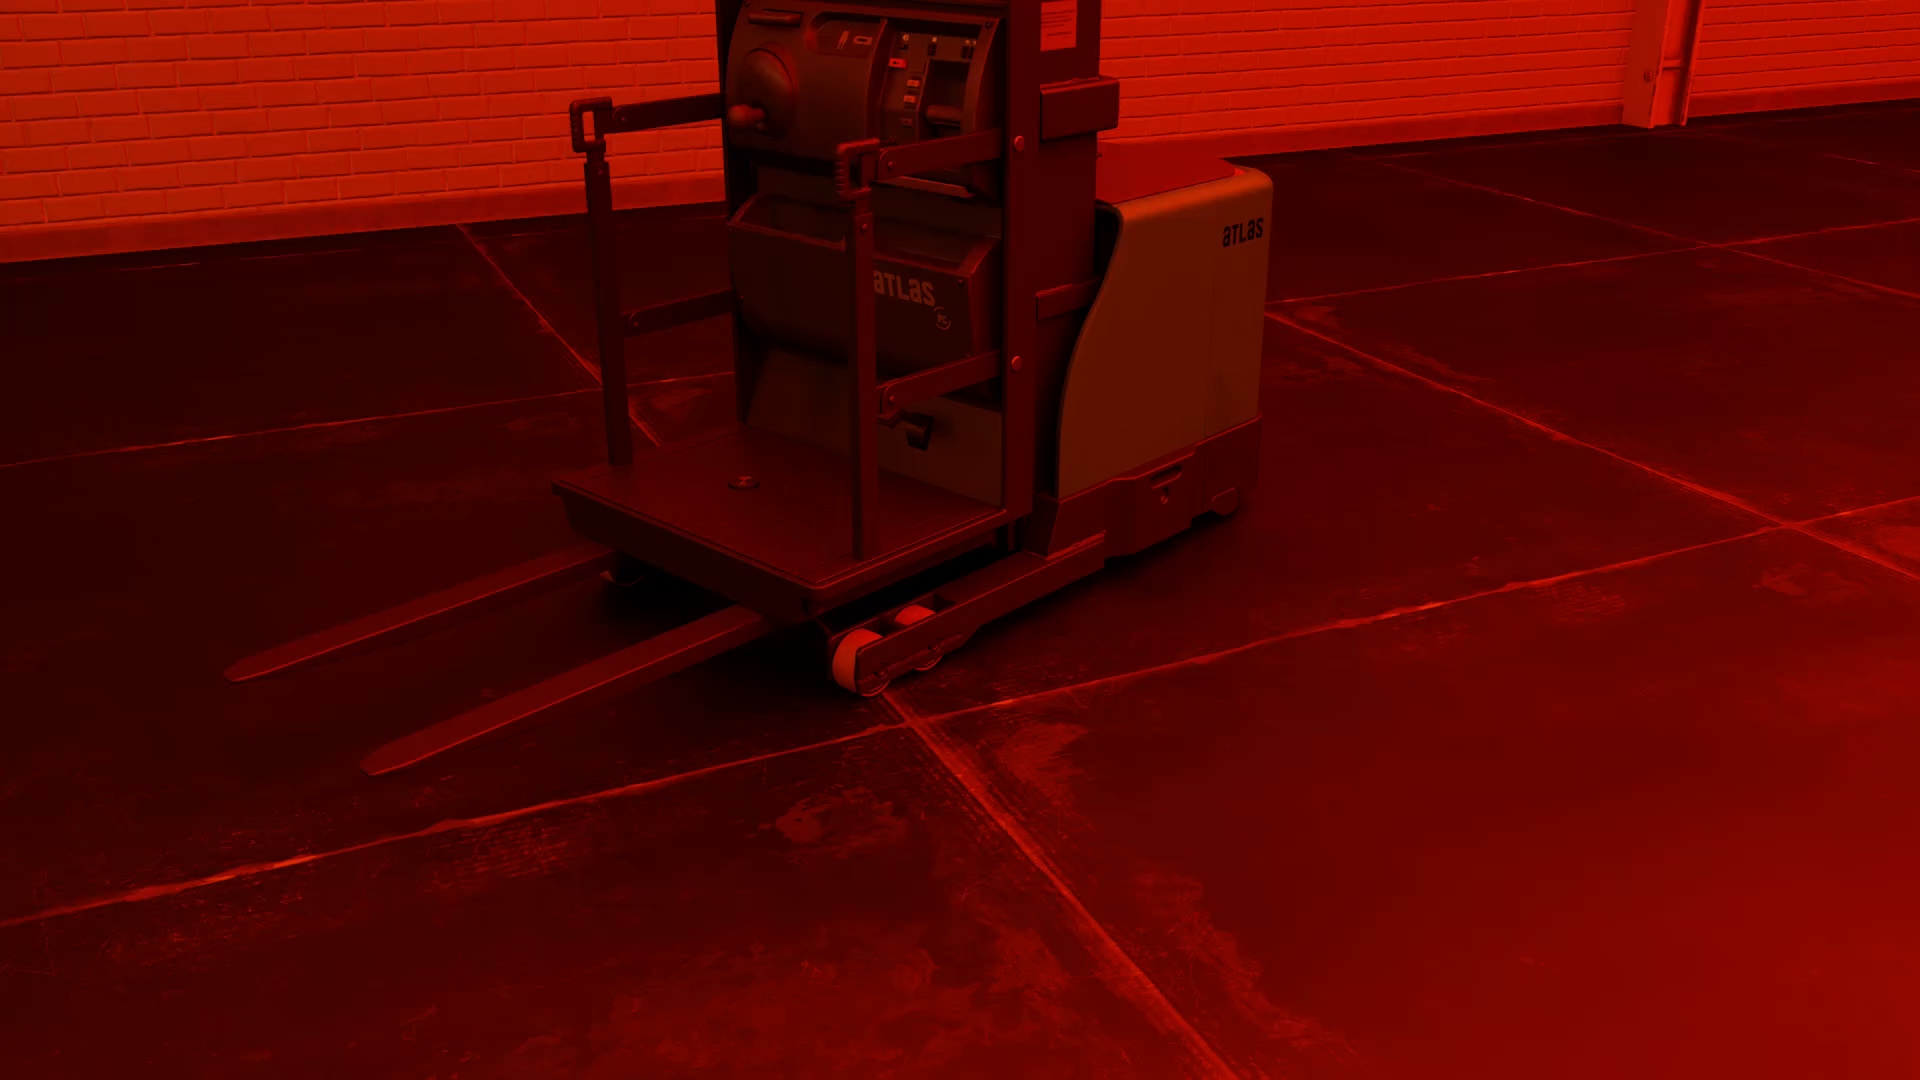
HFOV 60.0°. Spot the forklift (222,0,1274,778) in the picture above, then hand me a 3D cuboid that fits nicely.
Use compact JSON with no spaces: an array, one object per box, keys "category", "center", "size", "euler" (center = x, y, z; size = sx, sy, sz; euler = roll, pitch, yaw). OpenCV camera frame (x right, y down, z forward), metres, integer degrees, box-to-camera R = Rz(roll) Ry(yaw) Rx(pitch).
[{"category":"forklift","center":[-0.413,-1.182,4.131],"size":[1.130,2.935,3.031],"euler":[19,29,39]}]
